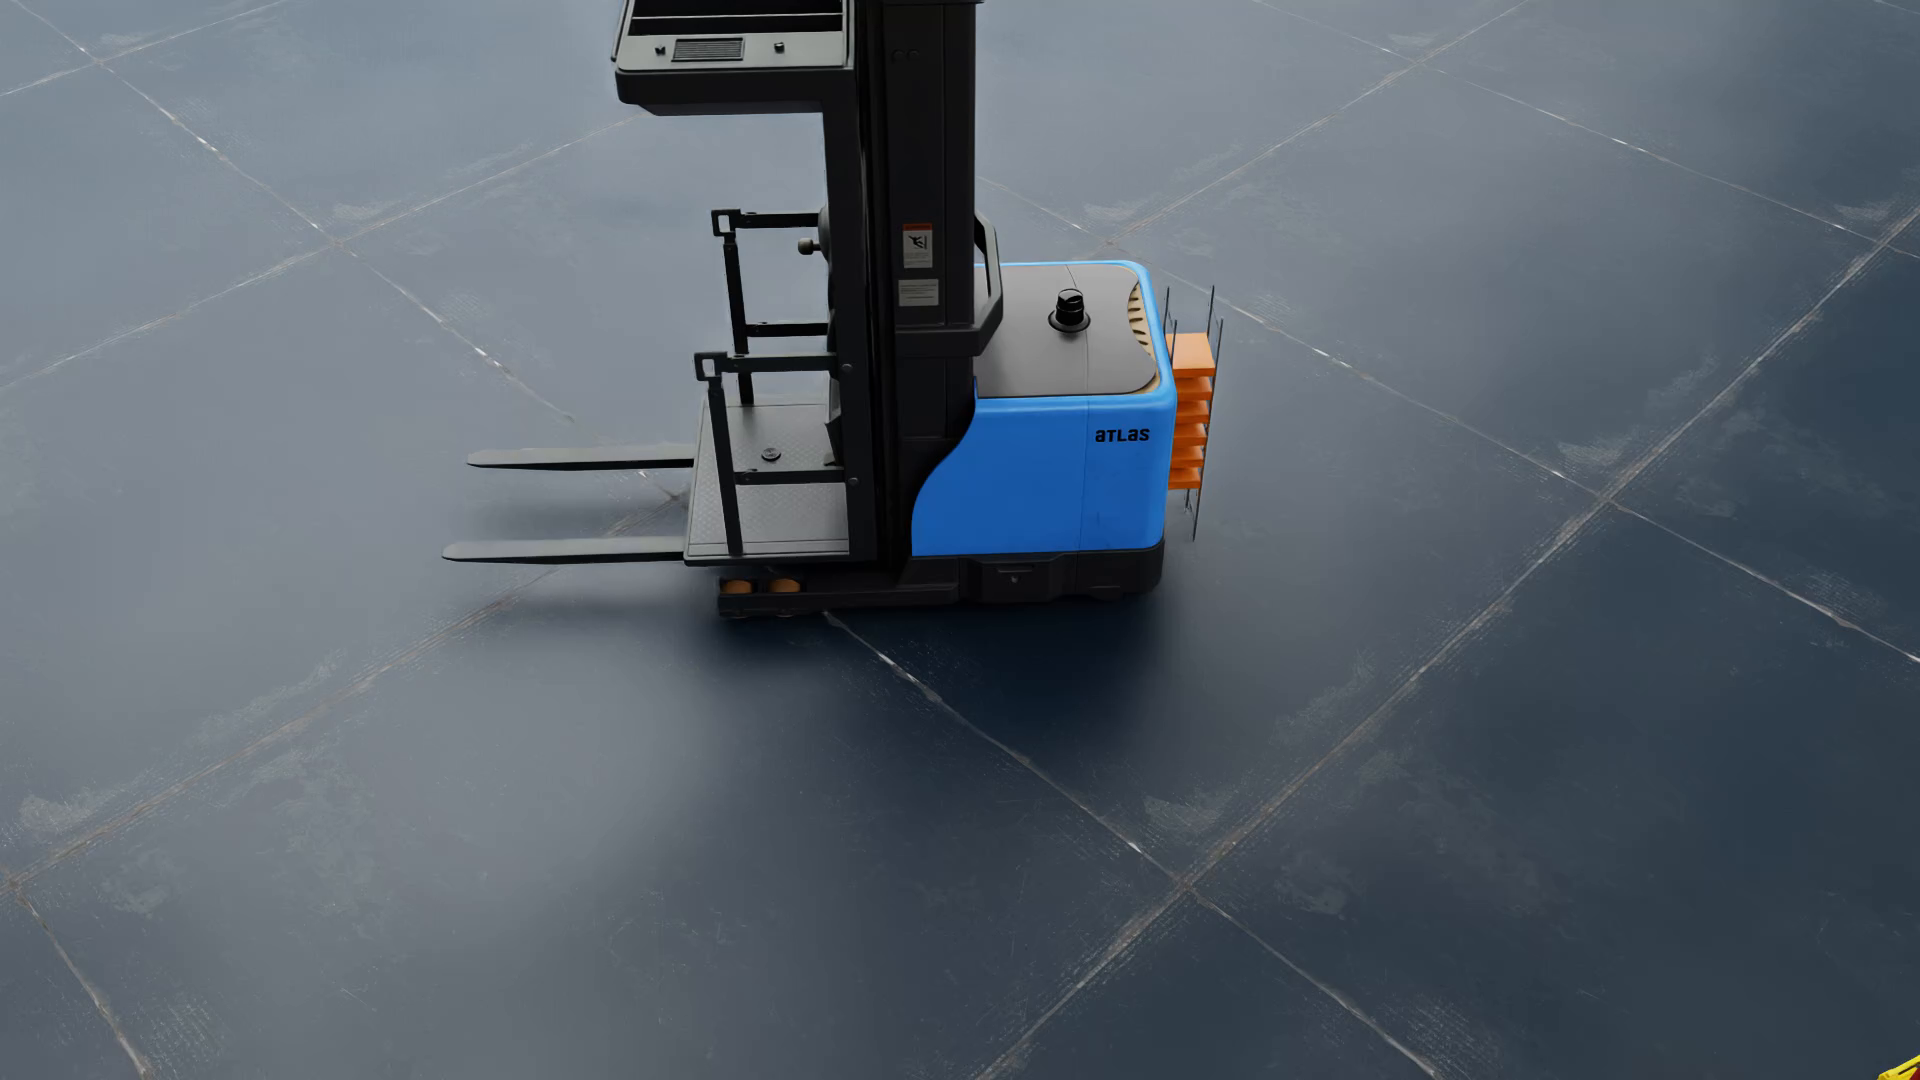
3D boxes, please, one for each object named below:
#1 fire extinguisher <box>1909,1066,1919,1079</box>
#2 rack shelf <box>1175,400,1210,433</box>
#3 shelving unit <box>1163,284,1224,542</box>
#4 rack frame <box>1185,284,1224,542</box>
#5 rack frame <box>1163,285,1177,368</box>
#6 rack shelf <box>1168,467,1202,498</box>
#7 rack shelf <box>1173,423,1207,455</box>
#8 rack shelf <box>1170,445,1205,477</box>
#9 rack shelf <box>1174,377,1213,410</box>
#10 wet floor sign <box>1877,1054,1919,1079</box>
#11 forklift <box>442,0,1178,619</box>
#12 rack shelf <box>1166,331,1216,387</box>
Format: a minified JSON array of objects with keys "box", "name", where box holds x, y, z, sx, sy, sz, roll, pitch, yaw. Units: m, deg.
[{"box":[2.373,1.225,3.888,0.296,0.674,0.183,-34,53,-31],"name":"fire extinguisher"},{"box":[0.938,-0.564,6.983,0.180,0.103,0.258,-2,43,-2],"name":"rack shelf"},{"box":[0.938,-0.509,7.034,0.189,1.200,0.258,-2,43,-2],"name":"shelving unit"},{"box":[1.029,-0.512,7.037,0.006,1.200,0.240,-2,43,-2],"name":"rack frame"},{"box":[0.846,-0.506,7.031,0.006,1.200,0.240,-2,43,-2],"name":"rack frame"},{"box":[0.938,-0.300,7.227,0.180,0.103,0.258,-2,43,-2],"name":"rack shelf"},{"box":[0.938,-0.476,7.064,0.180,0.103,0.258,-2,43,-2],"name":"rack shelf"},{"box":[0.938,-0.388,7.146,0.180,0.103,0.258,-2,43,-2],"name":"rack shelf"},{"box":[0.938,-0.652,6.901,0.180,0.103,0.258,-2,43,-2],"name":"rack shelf"},{"box":[2.751,1.733,5.016,0.267,0.644,0.232,-18,46,-18],"name":"wet floor sign"},{"box":[-0.674,-1.114,6.414,3.031,2.935,1.130,-2,43,-2],"name":"forklift"},{"box":[0.938,-0.741,6.820,0.180,0.103,0.258,-2,43,-2],"name":"rack shelf"}]
